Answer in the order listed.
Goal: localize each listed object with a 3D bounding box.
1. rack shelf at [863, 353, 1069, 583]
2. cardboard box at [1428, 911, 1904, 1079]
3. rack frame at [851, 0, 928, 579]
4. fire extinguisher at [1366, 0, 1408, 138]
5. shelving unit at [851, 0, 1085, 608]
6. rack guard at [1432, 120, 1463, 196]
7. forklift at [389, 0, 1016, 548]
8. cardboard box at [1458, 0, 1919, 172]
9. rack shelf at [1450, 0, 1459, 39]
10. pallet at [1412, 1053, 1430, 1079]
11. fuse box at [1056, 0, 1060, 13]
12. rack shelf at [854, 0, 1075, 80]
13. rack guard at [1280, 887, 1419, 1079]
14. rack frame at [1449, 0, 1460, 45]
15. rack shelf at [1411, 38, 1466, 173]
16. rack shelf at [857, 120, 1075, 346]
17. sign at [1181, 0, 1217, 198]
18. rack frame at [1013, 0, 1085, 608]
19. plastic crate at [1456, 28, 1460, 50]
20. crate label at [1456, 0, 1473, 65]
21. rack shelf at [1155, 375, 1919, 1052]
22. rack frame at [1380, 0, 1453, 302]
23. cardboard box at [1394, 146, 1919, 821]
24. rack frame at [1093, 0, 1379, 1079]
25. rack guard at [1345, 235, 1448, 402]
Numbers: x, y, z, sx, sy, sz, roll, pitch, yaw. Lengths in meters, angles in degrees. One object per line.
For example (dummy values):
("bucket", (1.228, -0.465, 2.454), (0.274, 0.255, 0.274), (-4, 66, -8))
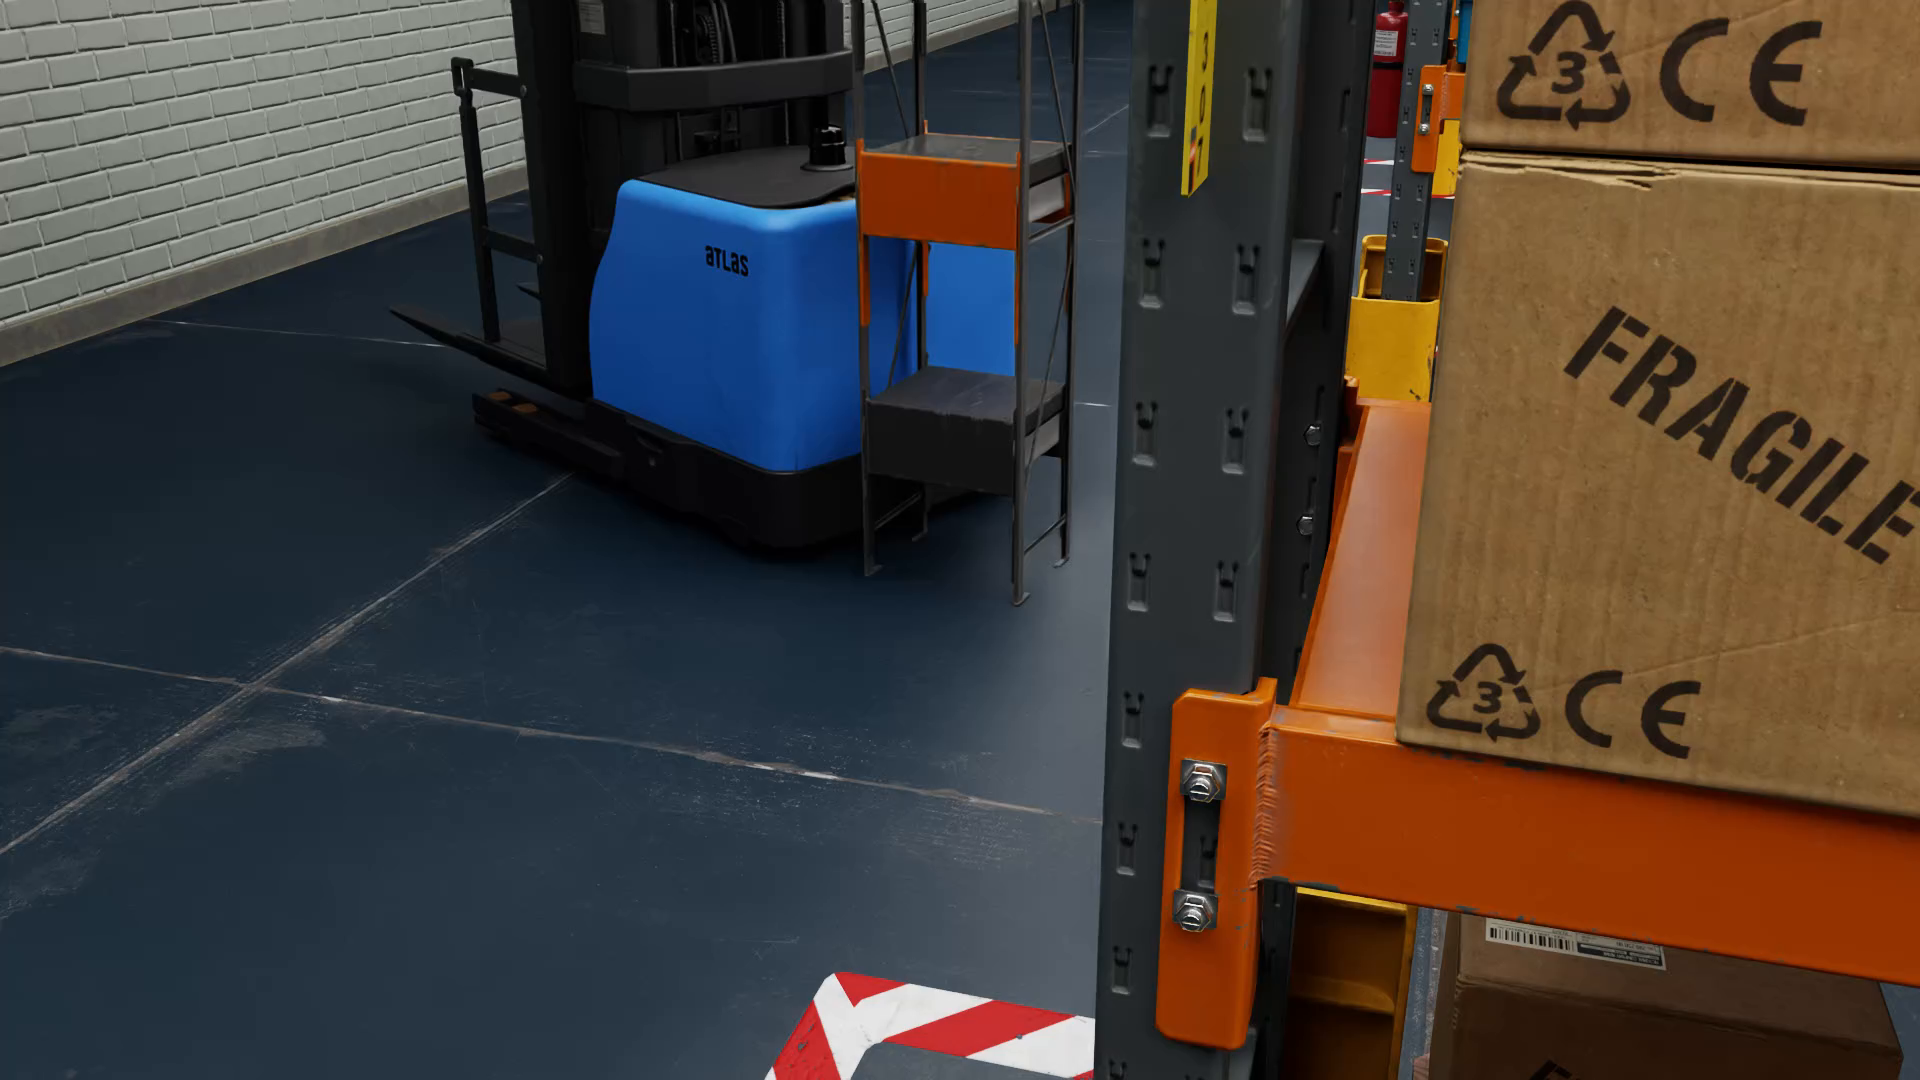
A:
("rack shelf", (0.026, -0.225, 4.933), (0.480, 0.518, 0.431), (10, 24, 23))
("cardboard box", (0.926, 0.709, 2.304), (0.500, 0.500, 0.500), (7, 23, 16))
("rack frame", (-0.195, -0.925, 4.758), (0.015, 2.100, 0.400), (10, 24, 23))
("fire extinguisher", (1.756, -1.987, 6.755), (0.183, 0.674, 0.296), (7, 23, 16))
("shelving unit", (0.026, -0.885, 4.662), (0.503, 2.100, 0.431), (10, 24, 23))
("rack guard", (3.177, -2.659, 11.095), (0.348, 0.500, 1.175), (7, 23, 16))
("forklift", (-1.169, -1.805, 5.809), (1.130, 2.935, 3.031), (-19, 29, -39))
("cardboard box", (0.683, -0.579, 1.279), (0.500, 0.500, 0.500), (7, 23, 17))
("rack shelf", (5.114, -3.261, 10.216), (4.000, 0.370, 1.077), (7, 23, 16))
("pallet", (1.171, 1.171, 2.137), (1.213, 0.211, 1.003), (7, 23, 16))
("fuse box", (1.404, -8.175, 22.944), (0.414, 1.711, 0.539), (7, 23, 16))
("rack shelf", (0.026, -1.520, 4.401), (0.480, 0.518, 0.431), (10, 24, 23))
("rack guard", (0.407, 0.950, 2.294), (0.348, 0.500, 1.175), (7, 23, 16))
("rack frame", (3.200, -3.813, 10.614), (0.127, 3.000, 1.000), (7, 23, 16))
("rack shelf", (3.684, -1.462, 5.829), (4.000, 0.370, 1.077), (7, 23, 16))
("rack shelf", (0.026, -0.873, 4.667), (0.480, 0.518, 0.431), (10, 24, 23))
("sign", (0.178, -0.418, 1.195), (0.005, 0.325, 0.100), (7, 23, 16))
("rack frame", (0.246, -0.846, 4.565), (0.015, 2.100, 0.400), (10, 24, 23))
("plastic crate", (2.143, -2.089, 6.284), (0.499, 0.435, 0.616), (7, 23, 16))
("crate label", (1.910, -1.817, 5.889), (0.303, 0.233, 0.416), (7, 23, 16))
("rack shelf", (2.249, 0.338, 1.442), (4.000, 0.370, 1.077), (7, 23, 16))
("rack frame", (1.769, -2.014, 6.227), (0.127, 3.000, 1.000), (7, 23, 16))
("cardboard box", (0.683, -0.116, 1.469), (0.500, 0.500, 0.500), (7, 23, 17))
("rack frame", (0.334, -0.213, 1.837), (0.053, 2.616, 0.949), (7, 23, 16))
("rack guard", (1.742, -0.855, 6.696), (0.348, 0.500, 1.175), (7, 23, 16))
